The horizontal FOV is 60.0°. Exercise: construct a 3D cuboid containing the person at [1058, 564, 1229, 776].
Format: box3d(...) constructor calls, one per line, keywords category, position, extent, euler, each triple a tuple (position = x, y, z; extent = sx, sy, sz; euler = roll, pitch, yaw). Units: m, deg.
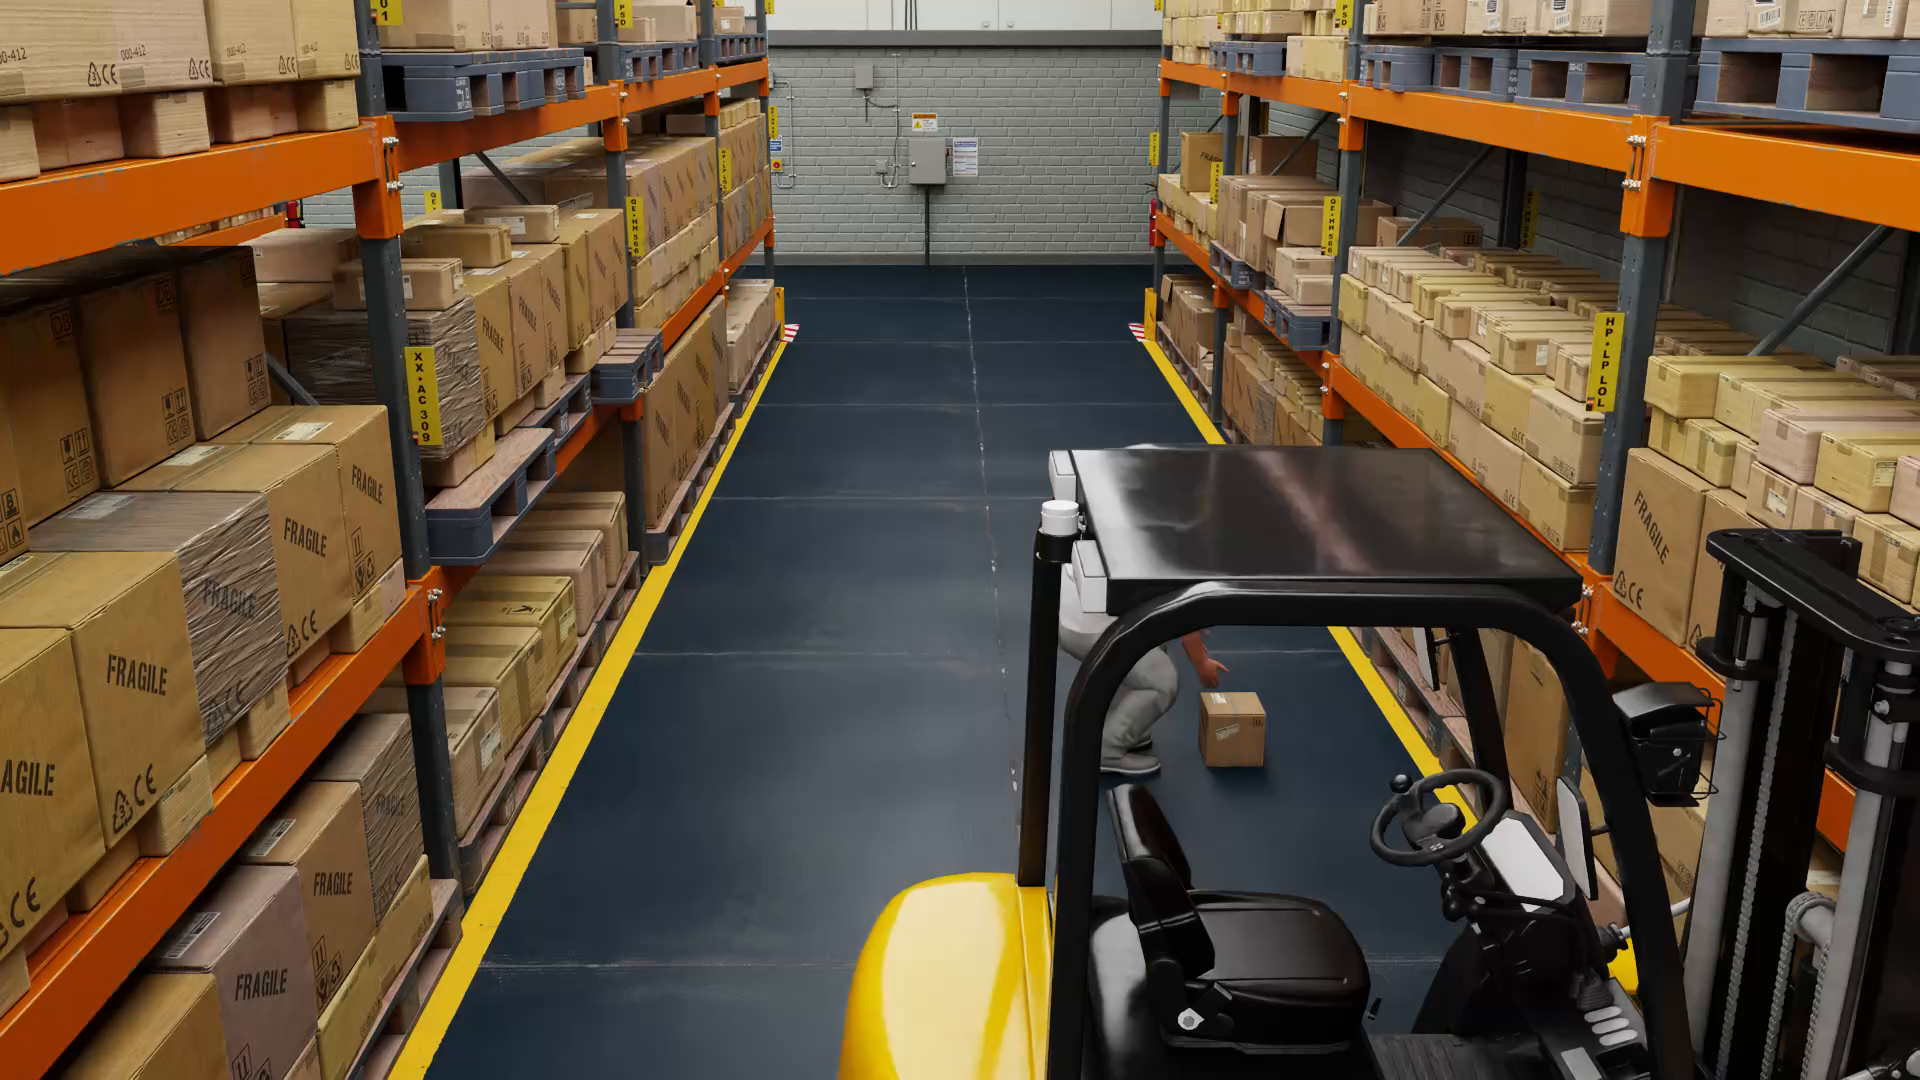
box3d(category="person", position=(0.791, 0.335, 7.234), extent=(0.868, 1.292, 0.586), euler=(0, 17, -1))
